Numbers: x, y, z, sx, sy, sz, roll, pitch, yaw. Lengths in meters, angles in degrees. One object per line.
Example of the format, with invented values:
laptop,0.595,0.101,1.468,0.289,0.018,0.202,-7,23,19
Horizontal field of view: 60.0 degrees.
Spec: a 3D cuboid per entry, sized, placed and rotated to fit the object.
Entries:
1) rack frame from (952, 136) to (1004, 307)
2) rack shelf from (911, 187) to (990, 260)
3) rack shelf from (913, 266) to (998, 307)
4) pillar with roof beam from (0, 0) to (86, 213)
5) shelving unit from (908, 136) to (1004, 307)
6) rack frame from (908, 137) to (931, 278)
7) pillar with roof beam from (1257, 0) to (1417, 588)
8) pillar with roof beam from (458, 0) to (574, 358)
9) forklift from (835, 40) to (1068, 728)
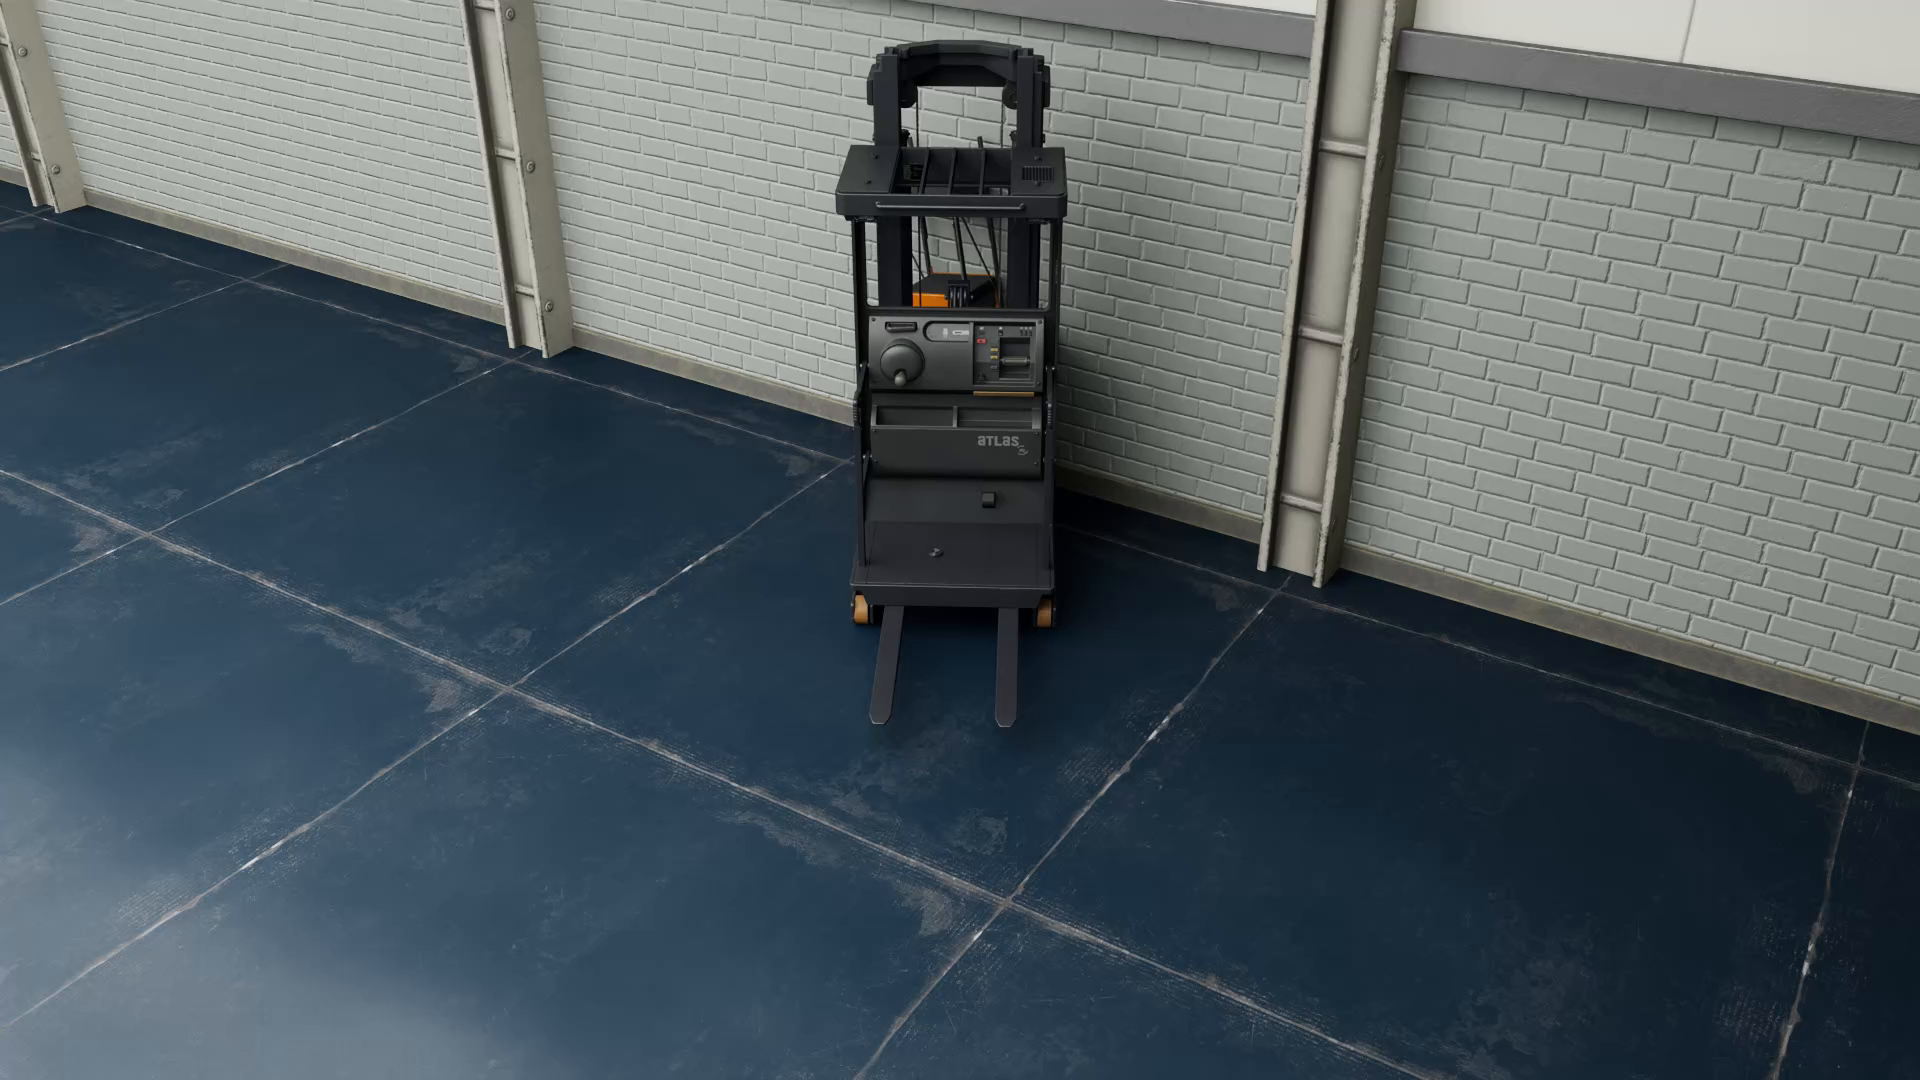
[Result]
rack frame,0.161,-1.328,9.981,0.015,2.100,0.400,8,30,31
rack shelf,-0.138,-1.971,9.816,0.480,0.518,0.431,8,30,31
rack shelf,-0.045,-1.344,10.113,0.480,0.518,0.431,8,30,31
pillar with roof beam,-10.484,-5.108,9.749,0.400,9.000,9.100,18,35,27
shelving unit,-0.046,-1.356,10.107,0.503,2.100,0.431,8,30,31
rack frame,-0.254,-1.385,10.233,0.015,2.100,0.400,8,30,31
pillar with roof beam,-0.320,-1.894,4.238,0.400,9.000,9.100,18,35,27
pillar with roof beam,-5.402,-3.501,6.994,0.400,9.000,9.100,18,35,27
forklift,-0.025,-0.949,8.640,1.130,2.935,3.031,1,30,2
